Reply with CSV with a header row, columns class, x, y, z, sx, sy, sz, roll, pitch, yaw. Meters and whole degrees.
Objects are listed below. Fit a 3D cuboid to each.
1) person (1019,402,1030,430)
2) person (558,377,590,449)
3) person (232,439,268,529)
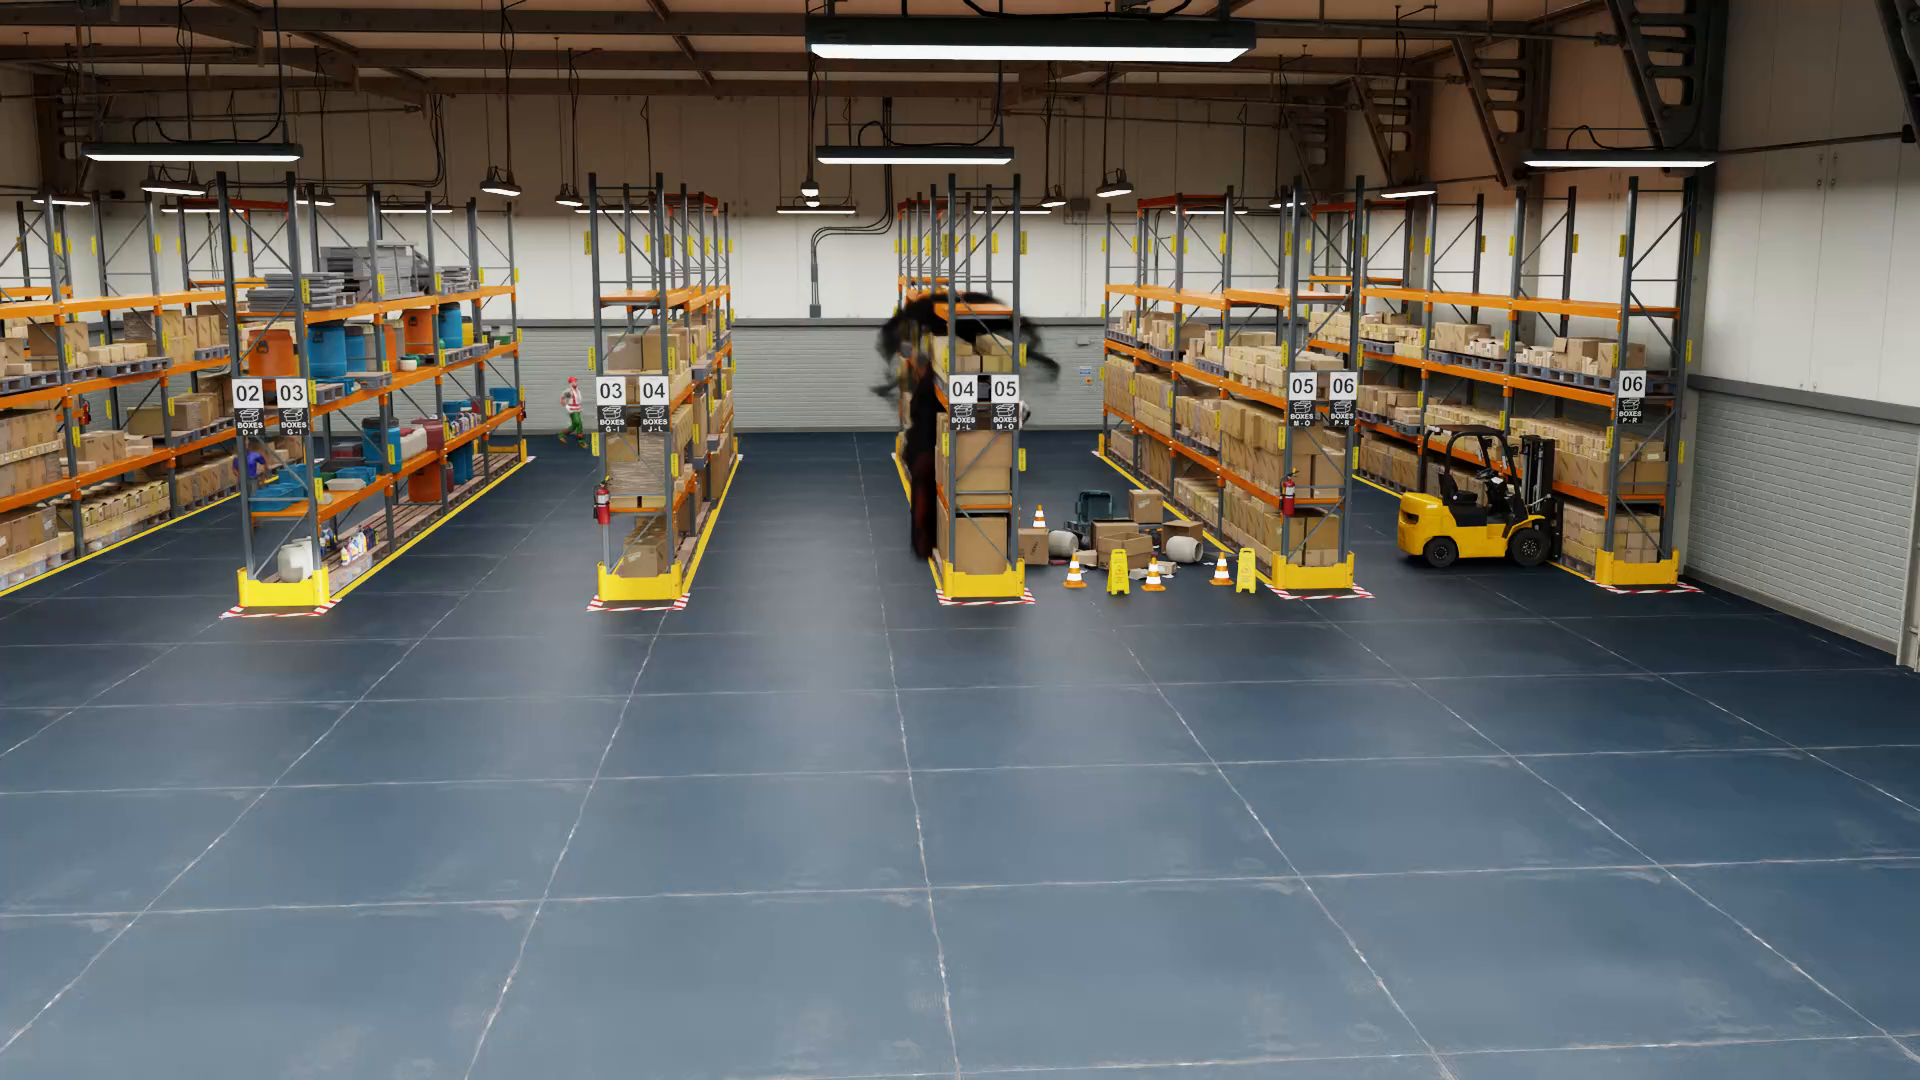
class,x,y,z,sx,sy,sz,roll,pitch,yaw
person,1.226,-2.575,38.252,0.714,1.751,0.804,-4,11,-22
person,-9.682,-3.198,41.659,0.924,1.796,0.638,3,10,17
person,-12.645,-0.983,29.552,0.525,1.628,0.653,-1,10,-7
